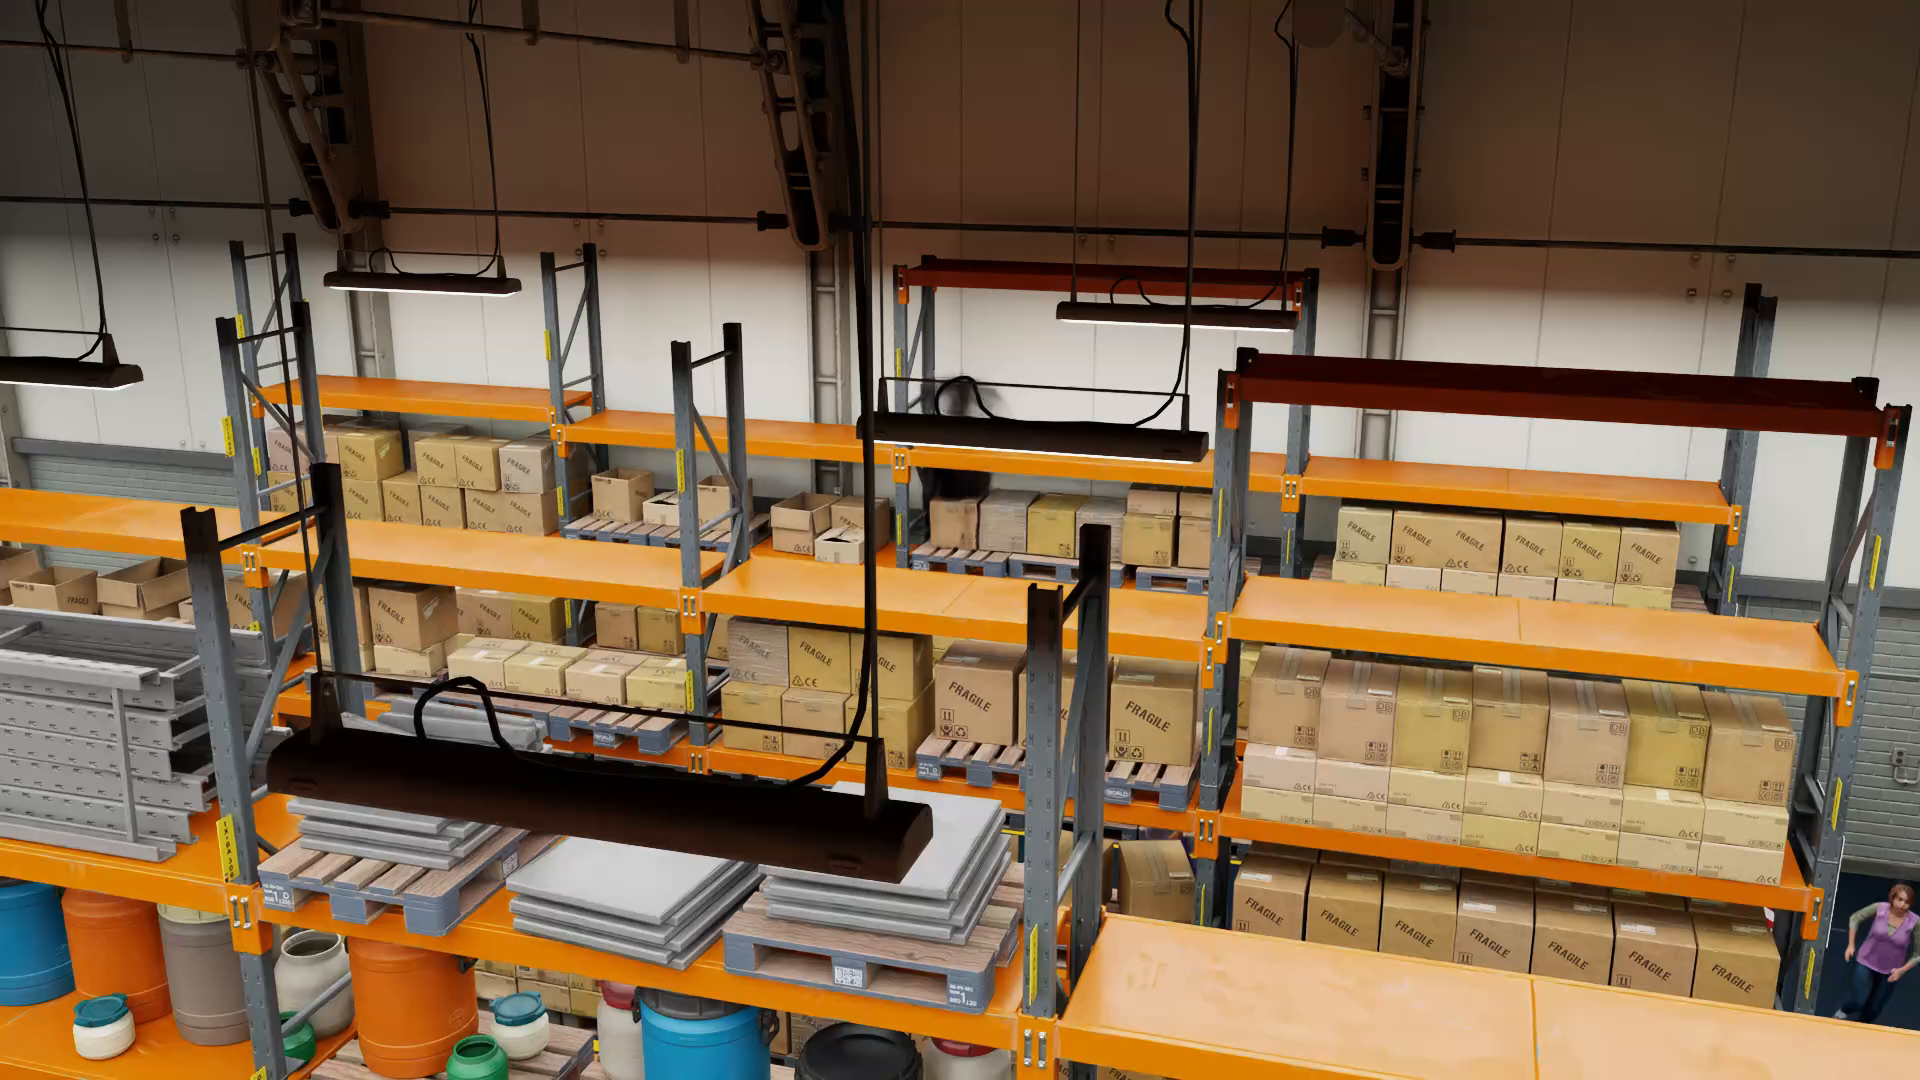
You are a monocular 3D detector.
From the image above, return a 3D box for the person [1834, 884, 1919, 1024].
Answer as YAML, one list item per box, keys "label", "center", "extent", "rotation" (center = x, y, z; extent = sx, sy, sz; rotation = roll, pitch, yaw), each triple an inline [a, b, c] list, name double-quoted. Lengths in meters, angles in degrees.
- label: "person"
  center: [7.617, 3.532, 13.725]
  extent: [0.564, 1.538, 0.503]
  rotation: [8, 18, 25]

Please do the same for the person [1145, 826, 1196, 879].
- label: "person"
  center: [1.905, 2.877, 15.024]
  extent: [0.876, 1.675, 0.616]
  rotation: [6, 17, 21]
